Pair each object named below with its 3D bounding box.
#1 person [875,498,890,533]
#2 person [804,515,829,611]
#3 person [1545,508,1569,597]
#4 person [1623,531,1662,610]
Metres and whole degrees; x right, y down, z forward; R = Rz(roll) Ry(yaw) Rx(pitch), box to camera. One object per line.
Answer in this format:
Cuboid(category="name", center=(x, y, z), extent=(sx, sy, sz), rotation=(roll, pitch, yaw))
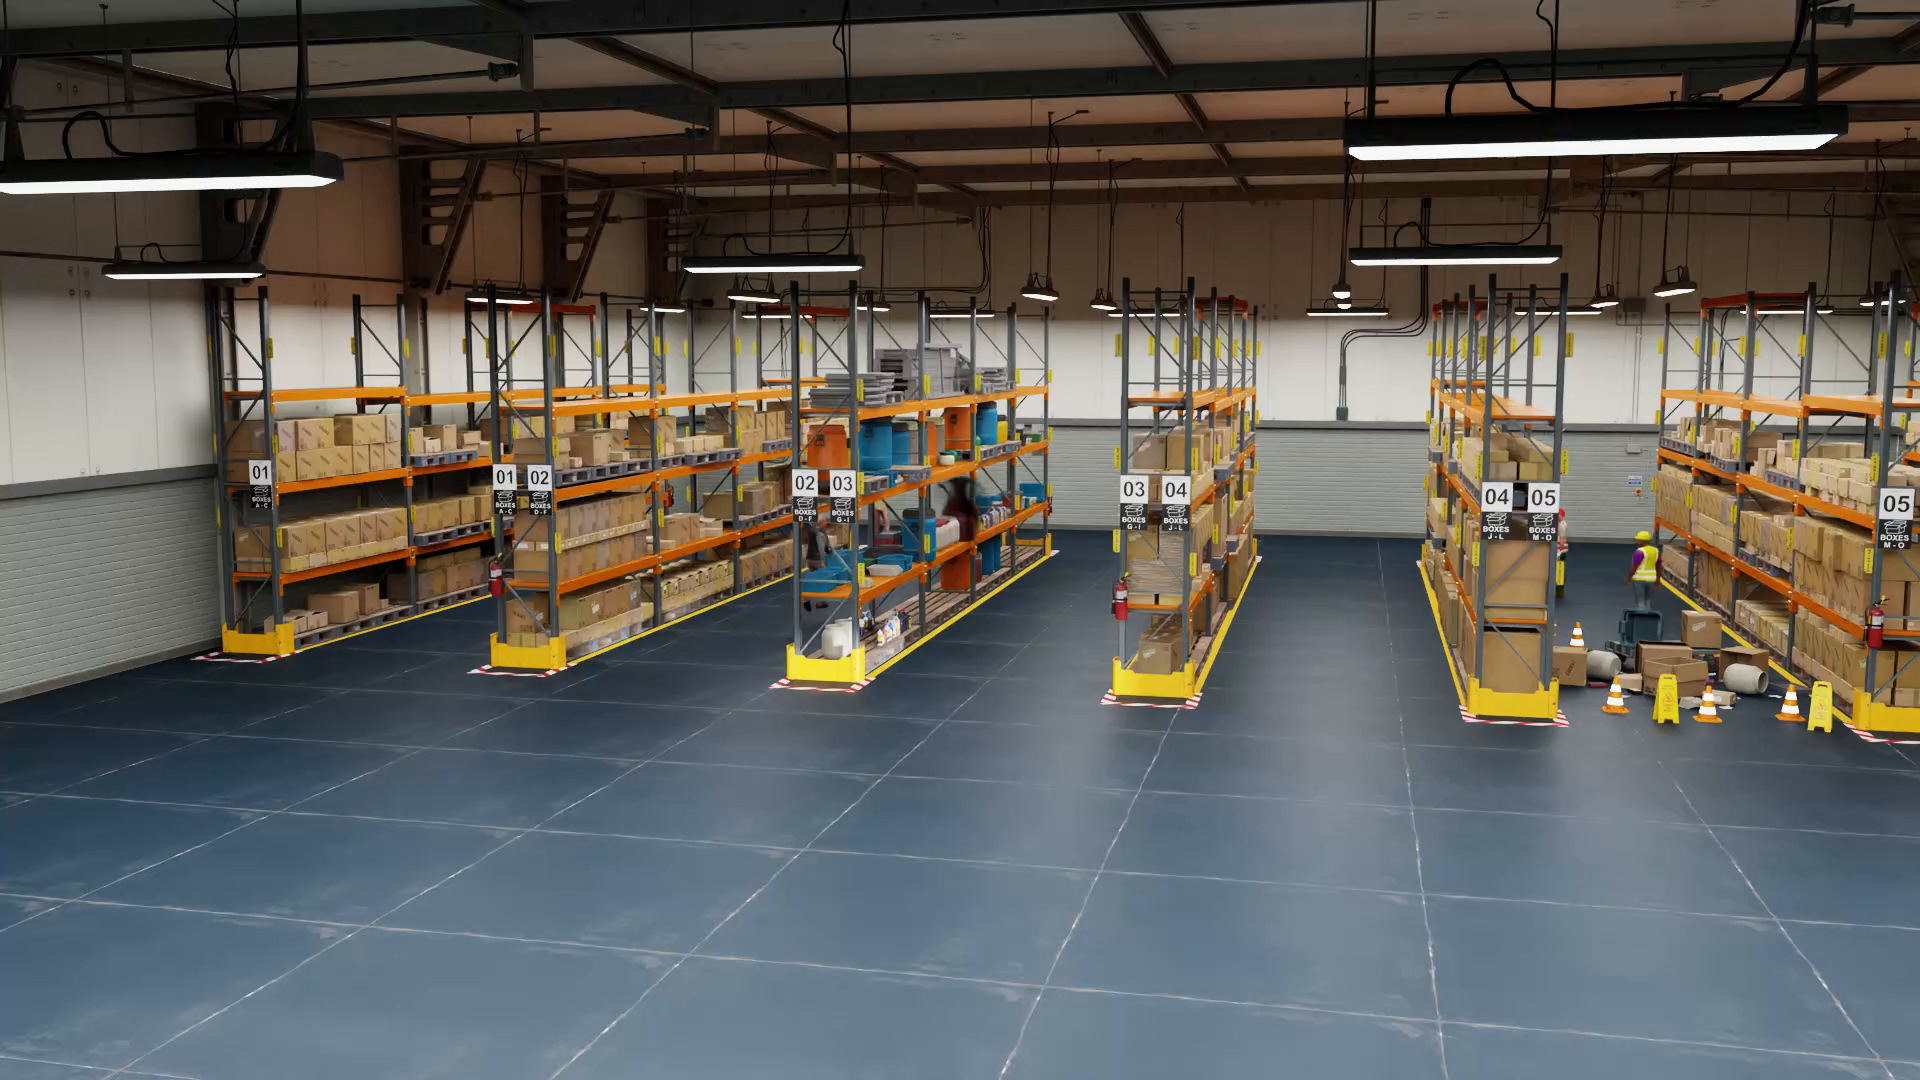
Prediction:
Cuboid(category="person", center=(-2.068, -0.811, 43.264), extent=(0.480, 1.622, 0.953), rotation=(-2, 7, -16))
Cuboid(category="person", center=(-2.615, 0.430, 30.204), extent=(0.497, 1.768, 0.546), rotation=(-6, 9, -42))
Cuboid(category="person", center=(12.124, 0.250, 33.723), extent=(0.411, 1.795, 0.607), rotation=(5, 8, 36))
Cuboid(category="person", center=(12.130, 0.739, 29.532), extent=(0.645, 1.796, 0.692), rotation=(0, 7, 4))
